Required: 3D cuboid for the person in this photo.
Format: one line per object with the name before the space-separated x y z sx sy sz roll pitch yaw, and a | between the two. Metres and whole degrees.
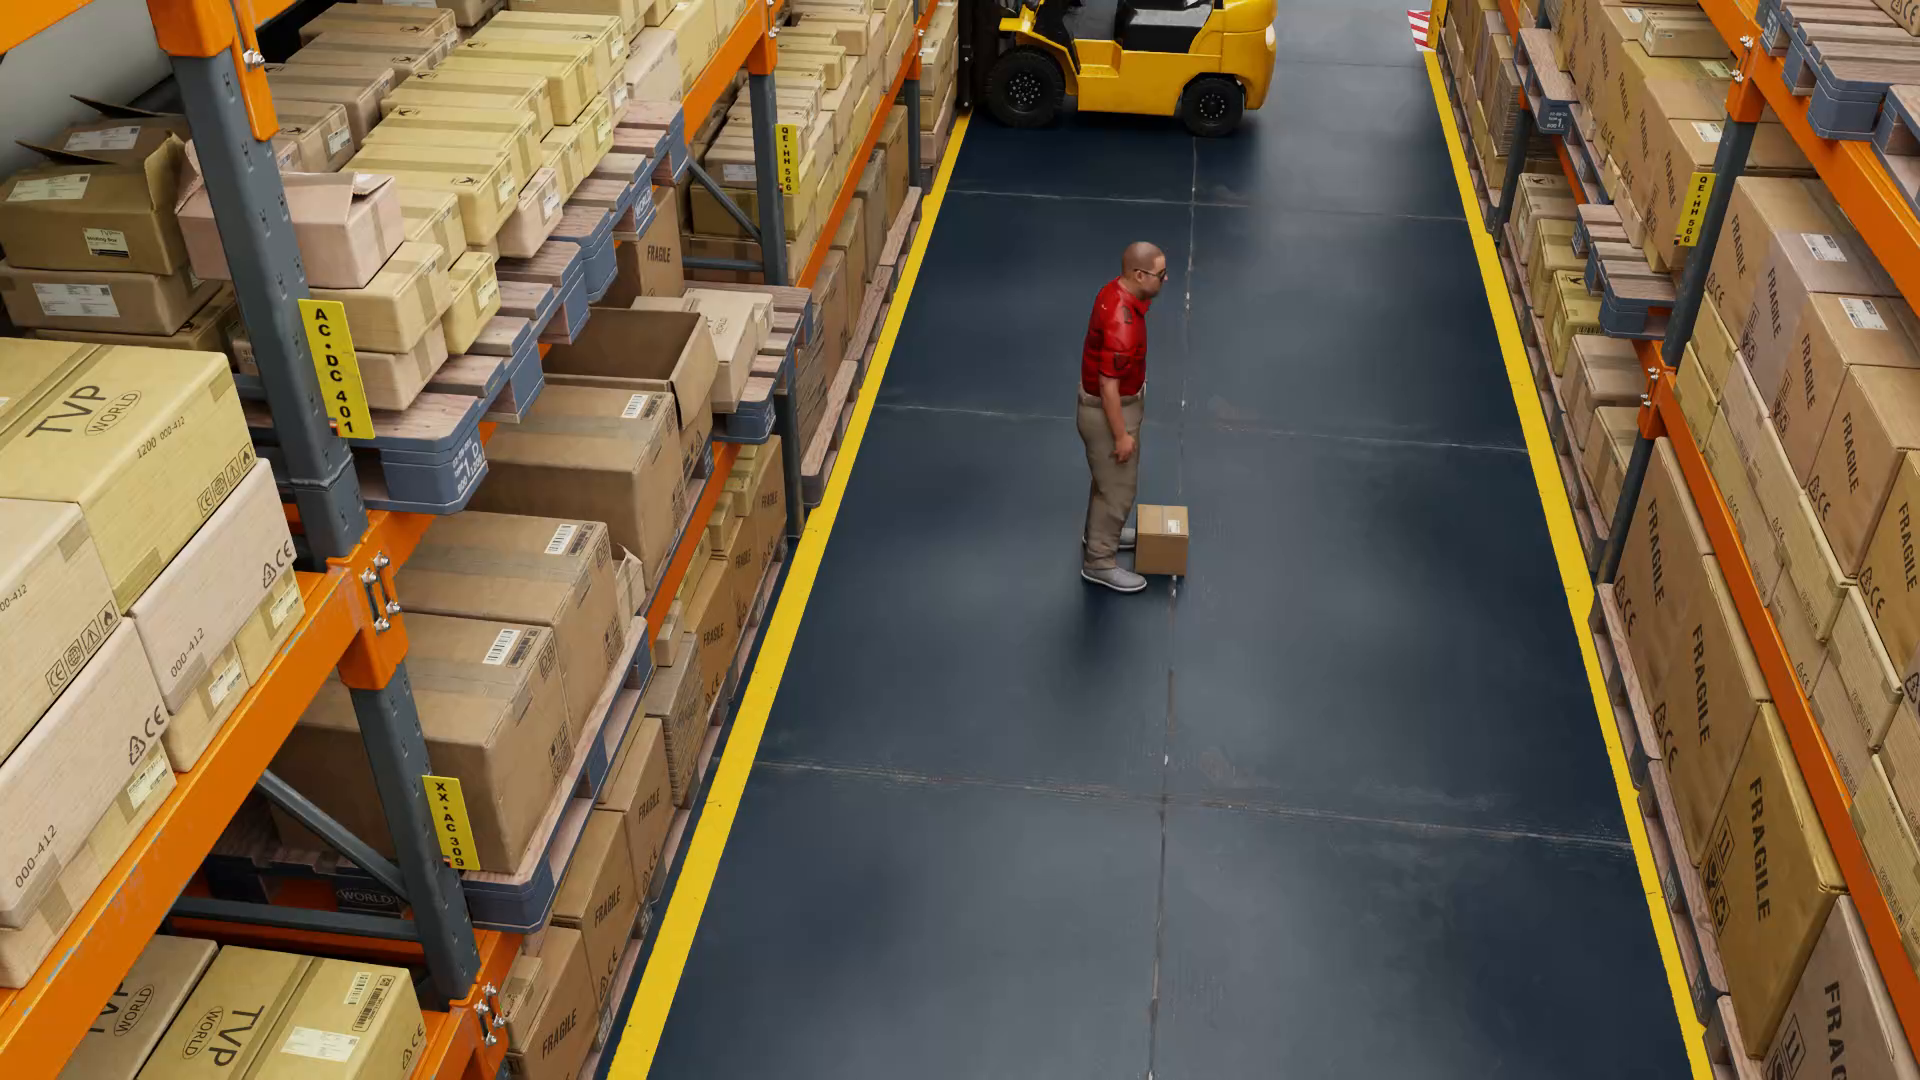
person | 0.752 -0.612 7.897 0.388 1.726 0.590 4 36 5
